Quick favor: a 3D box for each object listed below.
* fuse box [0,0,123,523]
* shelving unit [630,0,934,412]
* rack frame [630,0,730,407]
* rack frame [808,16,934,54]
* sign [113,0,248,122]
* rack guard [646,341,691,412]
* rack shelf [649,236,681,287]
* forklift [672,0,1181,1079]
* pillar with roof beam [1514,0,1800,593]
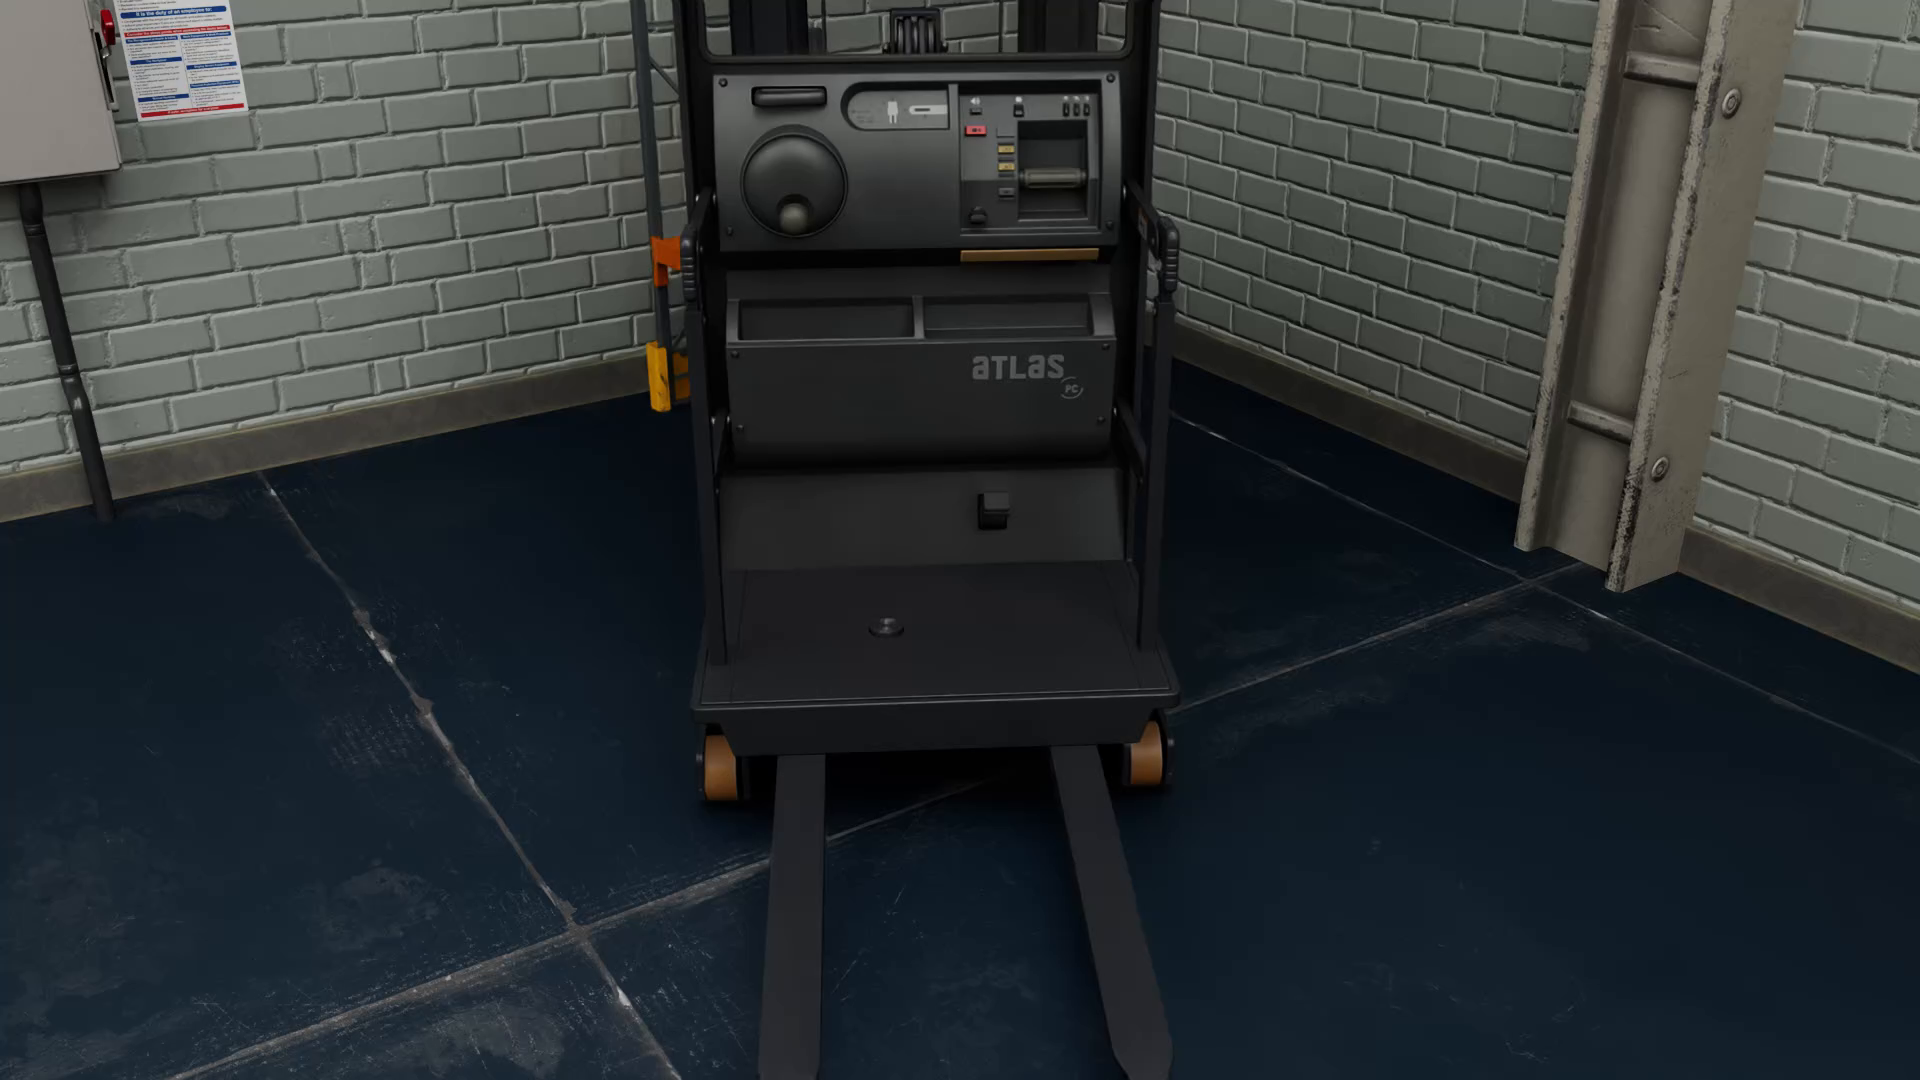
[{"bbox_3d":[-2.729,-0.839,5.022,0.539,1.711,0.414,-16,29,-30],"label":"fuse box"},{"bbox_3d":[-0.604,-1.095,5.813,0.587,1.500,1.083,-21,32,-37],"label":"shelving unit"},{"bbox_3d":[-0.935,-1.255,6.151,0.500,1.500,0.032,-21,32,-37],"label":"rack frame"},{"bbox_3d":[-0.262,-0.930,5.462,0.500,1.500,0.032,-21,32,-37],"label":"rack frame"},{"bbox_3d":[-2.429,-1.567,5.168,0.329,0.494,0.001,-16,29,-30],"label":"sign"},{"bbox_3d":[-0.934,-0.689,6.417,0.587,0.250,0.087,-21,32,-37],"label":"rack guard"},{"bbox_3d":[-0.598,-0.930,5.884,0.538,0.185,1.000,-21,32,-37],"label":"rack shelf"},{"bbox_3d":[-0.078,-0.849,3.615,1.130,2.935,3.031,-2,25,-3],"label":"forklift"},{"bbox_3d":[-1.638,-3.015,1.095,9.100,9.000,0.400,-16,29,-30],"label":"pillar with roof beam"}]
